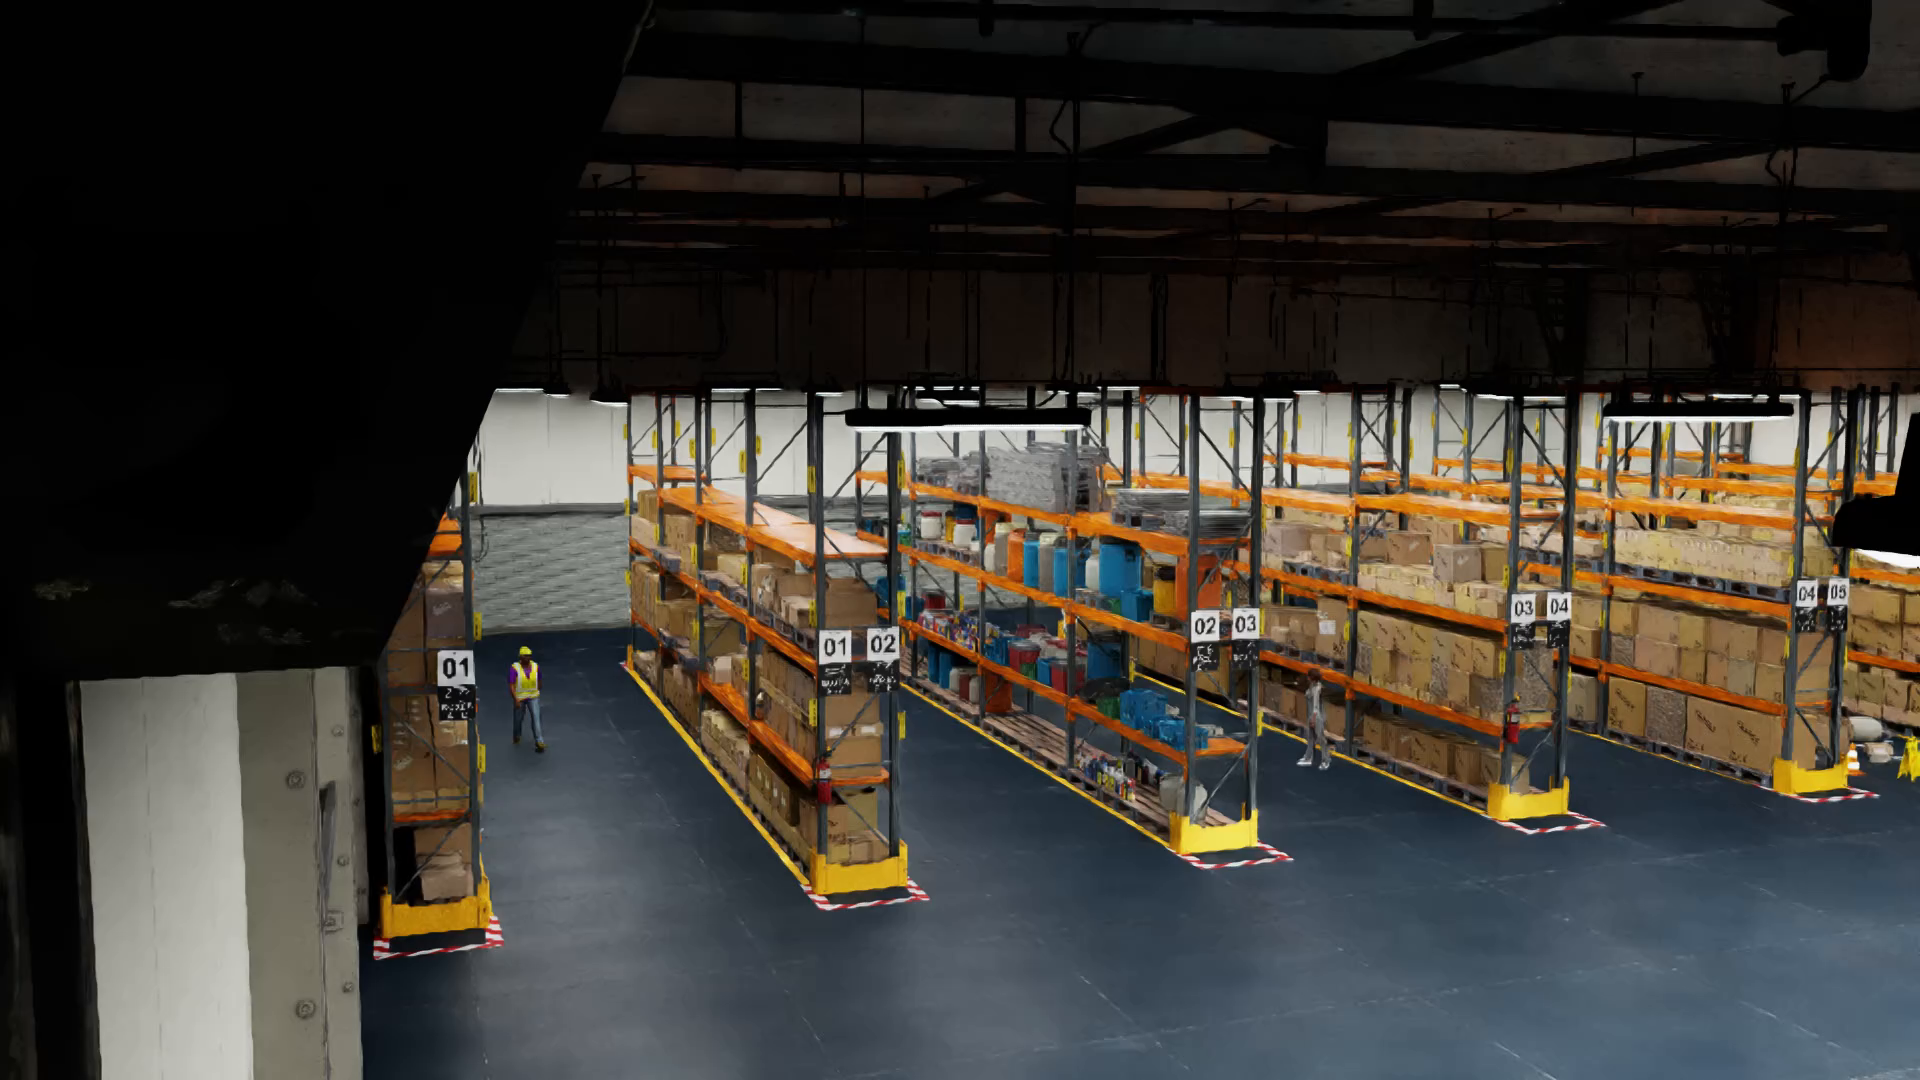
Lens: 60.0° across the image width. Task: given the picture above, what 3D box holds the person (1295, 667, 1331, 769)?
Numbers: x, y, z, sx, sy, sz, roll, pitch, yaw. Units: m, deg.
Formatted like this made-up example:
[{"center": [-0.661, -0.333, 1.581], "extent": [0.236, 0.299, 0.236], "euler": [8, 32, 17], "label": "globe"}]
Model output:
[{"center": [5.606, 2.805, 26.376], "extent": [0.538, 1.587, 0.534], "euler": [0, 6, -1], "label": "person"}]

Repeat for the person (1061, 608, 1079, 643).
[{"center": [2.311, 1.746, 35.677], "extent": [0.583, 1.782, 0.665], "euler": [1, 6, 11], "label": "person"}]

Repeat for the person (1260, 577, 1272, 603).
[{"center": [6.871, 1.635, 37.686], "extent": [0.446, 1.590, 1.110], "euler": [-2, 6, -21], "label": "person"}]

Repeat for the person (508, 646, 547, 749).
[{"center": [-7.240, 2.613, 27.720], "extent": [0.571, 1.708, 1.033], "euler": [-3, 7, -27], "label": "person"}]
